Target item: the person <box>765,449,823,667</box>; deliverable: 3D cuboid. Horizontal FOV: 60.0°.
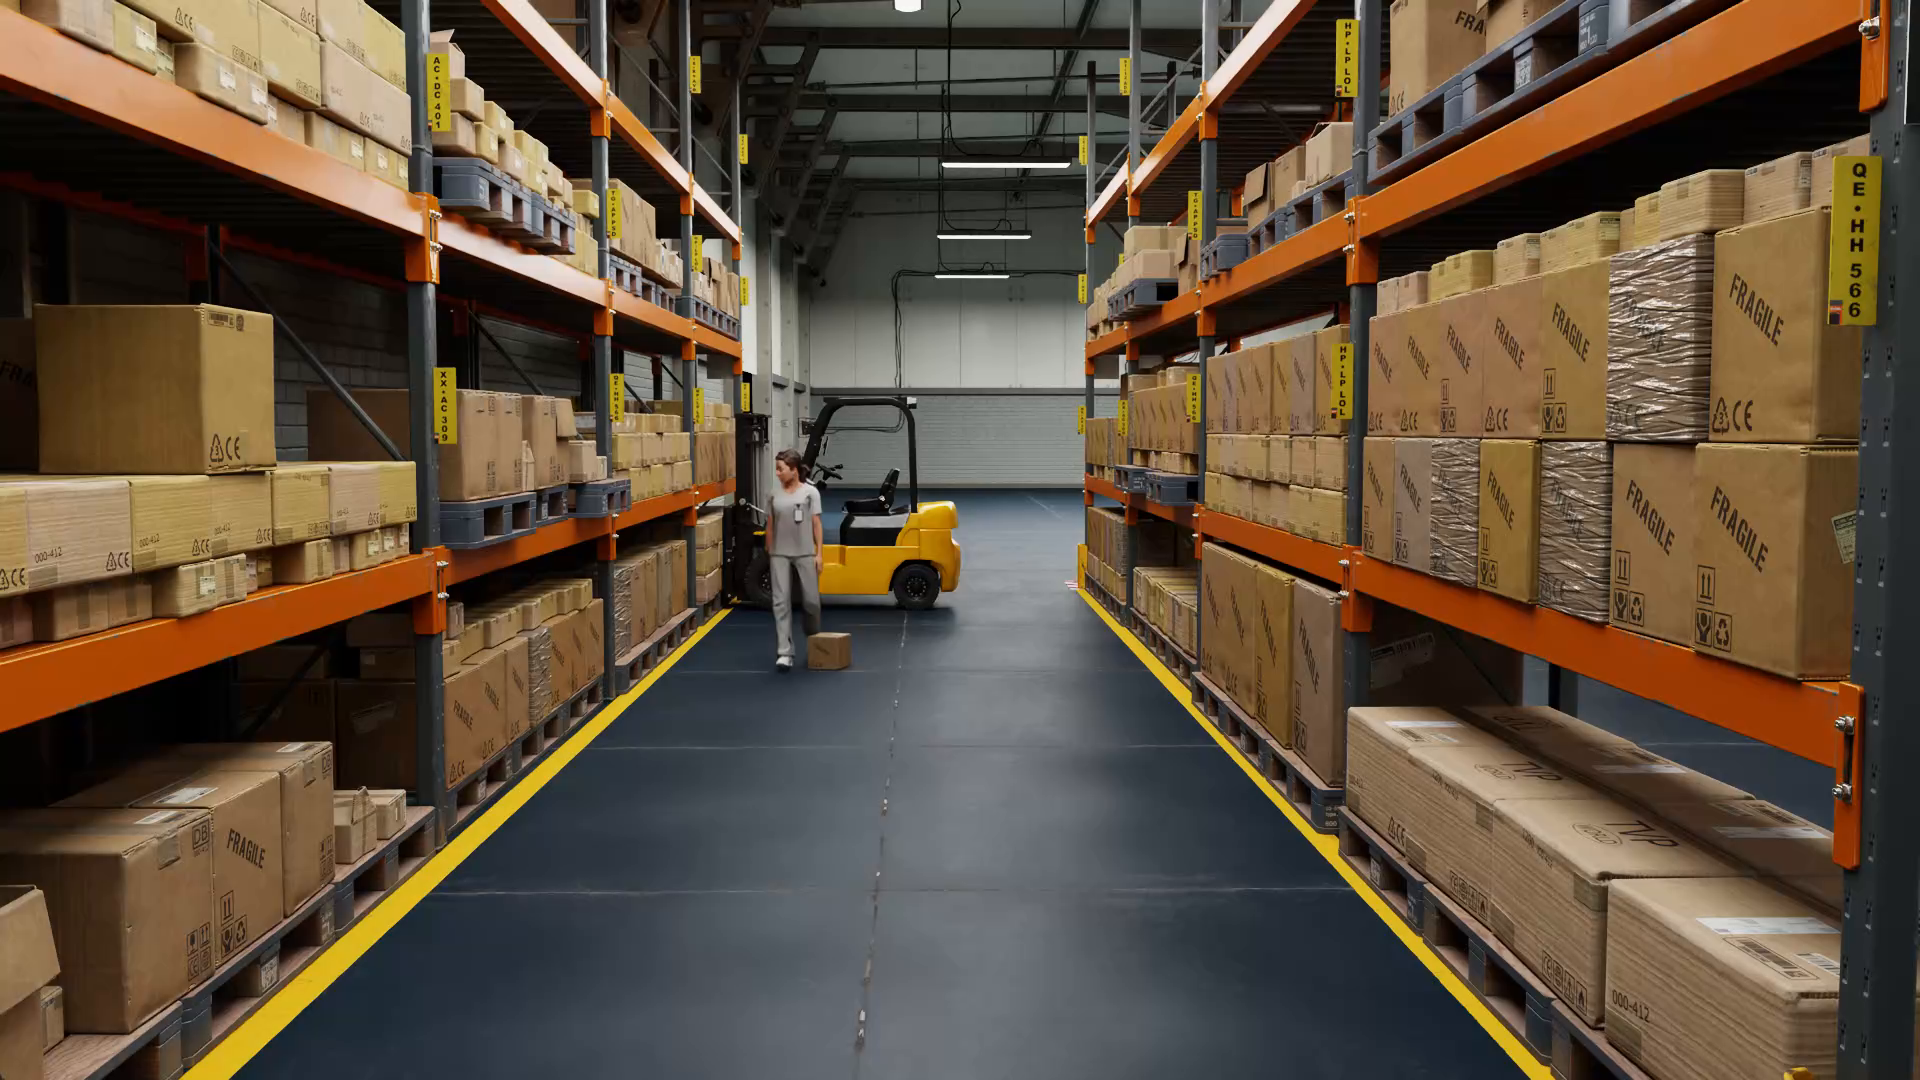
[{"bbox_3d":[-1.276,0.133,12.785,0.467,1.665,0.747,0,4,5],"label":"person"}]
